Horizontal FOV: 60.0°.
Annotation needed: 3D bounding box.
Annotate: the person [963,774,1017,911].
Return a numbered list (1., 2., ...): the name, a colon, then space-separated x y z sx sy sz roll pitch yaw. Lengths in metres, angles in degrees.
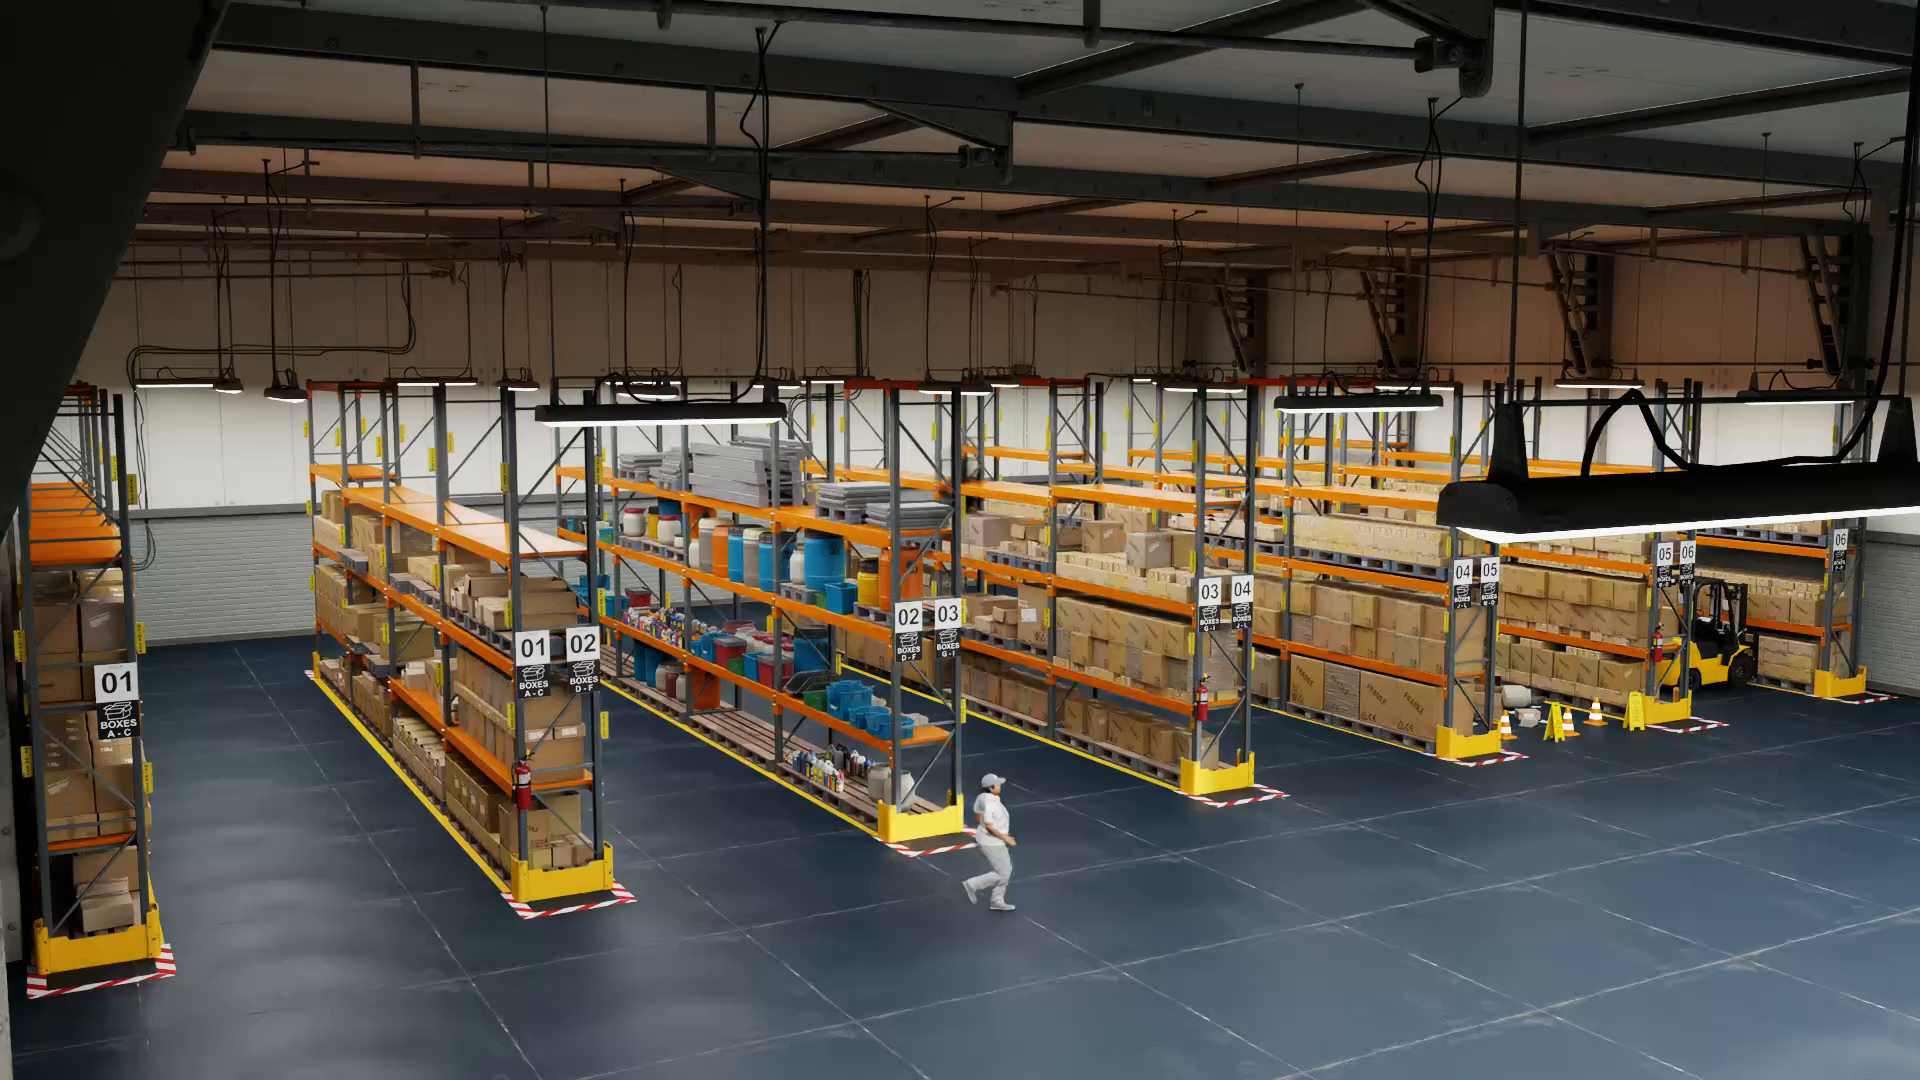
1. person: 0.325 3.493 19.179 0.643 1.625 0.617 -1 6 -11
